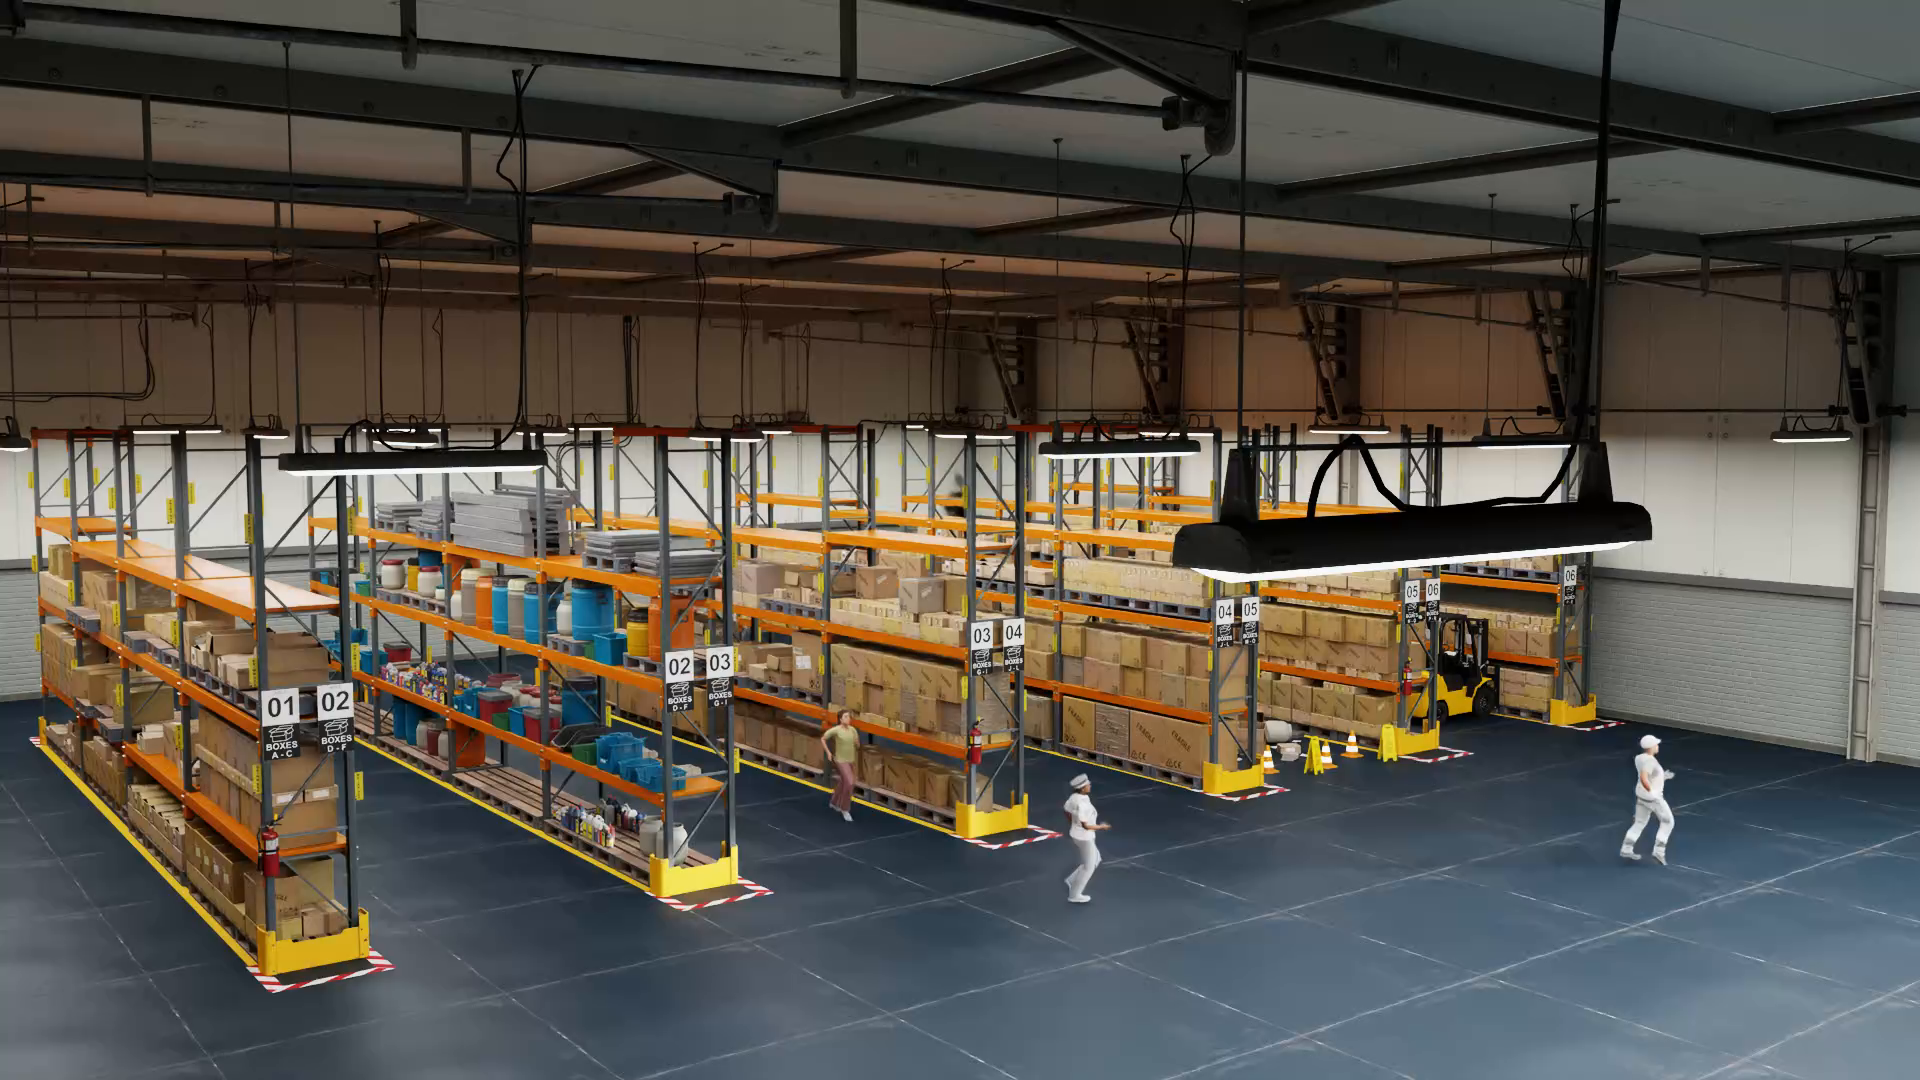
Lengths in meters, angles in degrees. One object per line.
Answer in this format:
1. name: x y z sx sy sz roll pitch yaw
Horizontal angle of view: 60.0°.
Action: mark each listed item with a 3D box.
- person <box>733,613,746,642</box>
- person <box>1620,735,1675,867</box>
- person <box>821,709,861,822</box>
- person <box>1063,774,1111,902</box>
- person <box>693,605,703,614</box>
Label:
1. person: -5.516 2.240 41.544 0.592 1.645 0.579 4 6 41
2. person: 9.591 3.625 23.102 0.762 1.839 0.643 -1 5 -8
3. person: -1.802 3.474 25.778 0.723 1.721 0.543 4 6 42
4. person: 1.647 3.816 21.370 0.540 1.657 0.566 -1 5 -9
5. person: -6.423 2.336 40.053 0.714 1.757 0.695 2 5 20
